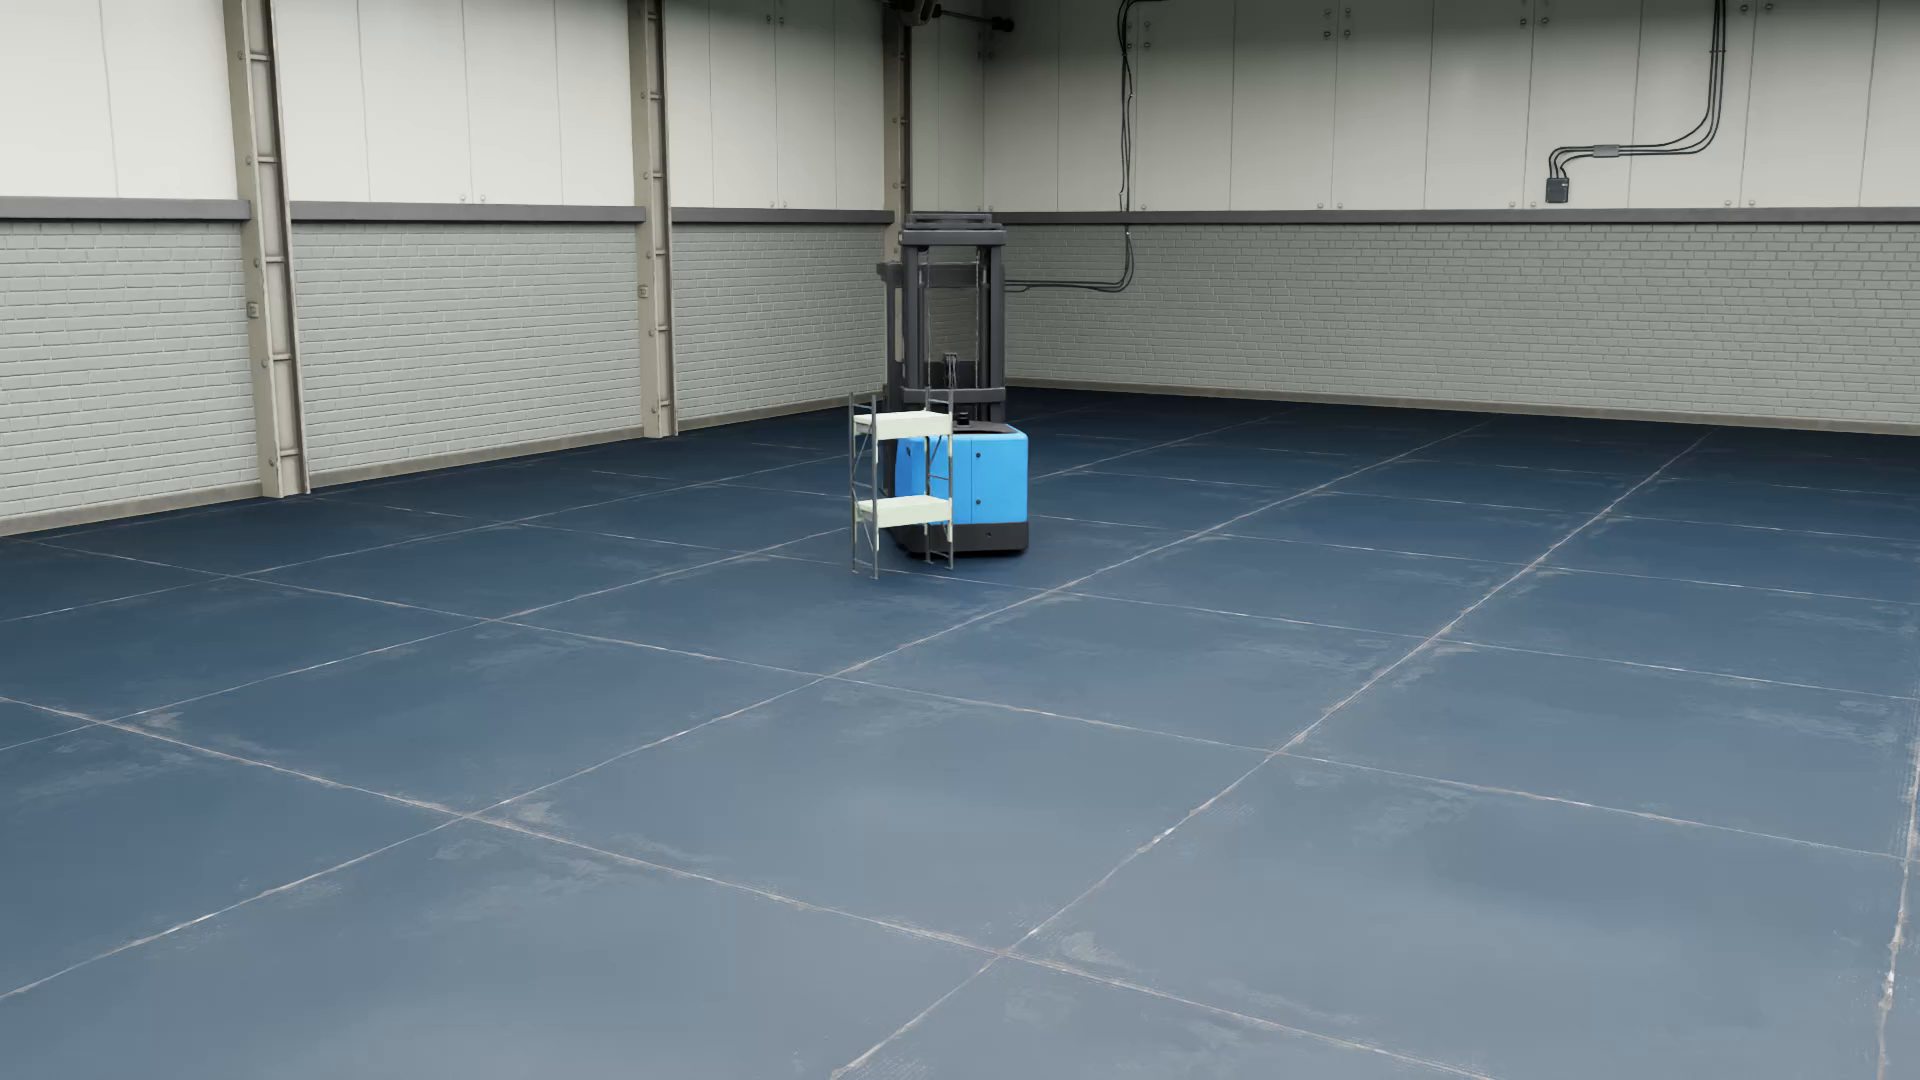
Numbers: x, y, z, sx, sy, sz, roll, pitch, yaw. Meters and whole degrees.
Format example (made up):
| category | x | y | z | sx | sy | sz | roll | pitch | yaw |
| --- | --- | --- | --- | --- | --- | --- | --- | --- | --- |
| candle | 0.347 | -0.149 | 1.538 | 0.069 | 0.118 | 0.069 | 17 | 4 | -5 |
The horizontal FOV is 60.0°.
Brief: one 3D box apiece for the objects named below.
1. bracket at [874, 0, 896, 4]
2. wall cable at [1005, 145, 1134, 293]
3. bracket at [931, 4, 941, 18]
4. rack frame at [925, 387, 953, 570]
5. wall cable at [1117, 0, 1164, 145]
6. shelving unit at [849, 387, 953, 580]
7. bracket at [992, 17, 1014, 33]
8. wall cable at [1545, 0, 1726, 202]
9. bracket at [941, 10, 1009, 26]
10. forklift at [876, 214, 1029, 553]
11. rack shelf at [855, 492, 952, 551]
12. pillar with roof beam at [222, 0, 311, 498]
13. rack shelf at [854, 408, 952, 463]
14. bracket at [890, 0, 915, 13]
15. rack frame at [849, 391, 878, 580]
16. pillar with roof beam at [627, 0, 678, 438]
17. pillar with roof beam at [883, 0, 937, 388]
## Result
| category | x | y | z | sx | sy | sz | roll | pitch | yaw |
| --- | --- | --- | --- | --- | --- | --- | --- | --- | --- |
| bracket | -2.262 | -8.065 | 24.095 | 0.076 | 0.066 | 4.783 | 6 | 12 | 31 |
| wall cable | 1.647 | -5.611 | 29.206 | 3.097 | 2.526 | 0.112 | 6 | 12 | 31 |
| bracket | -0.493 | -8.601 | 26.957 | 0.235 | 0.232 | 0.430 | 6 | 12 | 31 |
| rack frame | -0.175 | -0.519 | 13.947 | 0.023 | 1.500 | 0.400 | -7 | 13 | -32 |
| wall cable | 3.960 | -7.835 | 27.361 | 3.097 | 2.526 | 0.112 | 6 | 12 | 31 |
| shelving unit | -0.482 | -0.482 | 13.751 | 0.755 | 1.500 | 0.431 | -7 | 13 | -32 |
| bracket | 0.737 | -8.974 | 28.947 | 0.235 | 0.232 | 0.430 | 6 | 12 | 31 |
| wall cable | 9.753 | -7.900 | 23.749 | 2.305 | 6.003 | 0.169 | 6 | 12 | 31 |
| bracket | 0.430 | -8.881 | 28.451 | 0.076 | 0.066 | 3.189 | 6 | 12 | 31 |
| forklift | -0.179 | -1.549 | 15.559 | 1.130 | 2.935 | 3.031 | -2 | 11 | -10 |
| rack shelf | -0.482 | -0.162 | 13.811 | 0.720 | 0.370 | 0.431 | -7 | 13 | -32 |
| pillar with roof beam | -3.563 | -4.502 | 14.843 | 9.100 | 9.000 | 0.400 | 6 | 12 | 31 |
| rack shelf | -0.482 | -0.866 | 13.679 | 0.720 | 0.370 | 0.431 | -7 | 13 | -32 |
| bracket | -0.924 | -8.471 | 26.259 | 0.235 | 0.232 | 0.430 | 6 | 12 | 31 |
| rack frame | -0.789 | -0.446 | 13.556 | 0.023 | 1.500 | 0.400 | -7 | 13 | -32 |
| pillar with roof beam | -0.448 | -5.446 | 19.883 | 9.100 | 9.000 | 0.400 | 6 | 12 | 31 |
| pillar with roof beam | 2.667 | -6.389 | 24.923 | 9.100 | 9.000 | 0.548 | 6 | 12 | 31 |
